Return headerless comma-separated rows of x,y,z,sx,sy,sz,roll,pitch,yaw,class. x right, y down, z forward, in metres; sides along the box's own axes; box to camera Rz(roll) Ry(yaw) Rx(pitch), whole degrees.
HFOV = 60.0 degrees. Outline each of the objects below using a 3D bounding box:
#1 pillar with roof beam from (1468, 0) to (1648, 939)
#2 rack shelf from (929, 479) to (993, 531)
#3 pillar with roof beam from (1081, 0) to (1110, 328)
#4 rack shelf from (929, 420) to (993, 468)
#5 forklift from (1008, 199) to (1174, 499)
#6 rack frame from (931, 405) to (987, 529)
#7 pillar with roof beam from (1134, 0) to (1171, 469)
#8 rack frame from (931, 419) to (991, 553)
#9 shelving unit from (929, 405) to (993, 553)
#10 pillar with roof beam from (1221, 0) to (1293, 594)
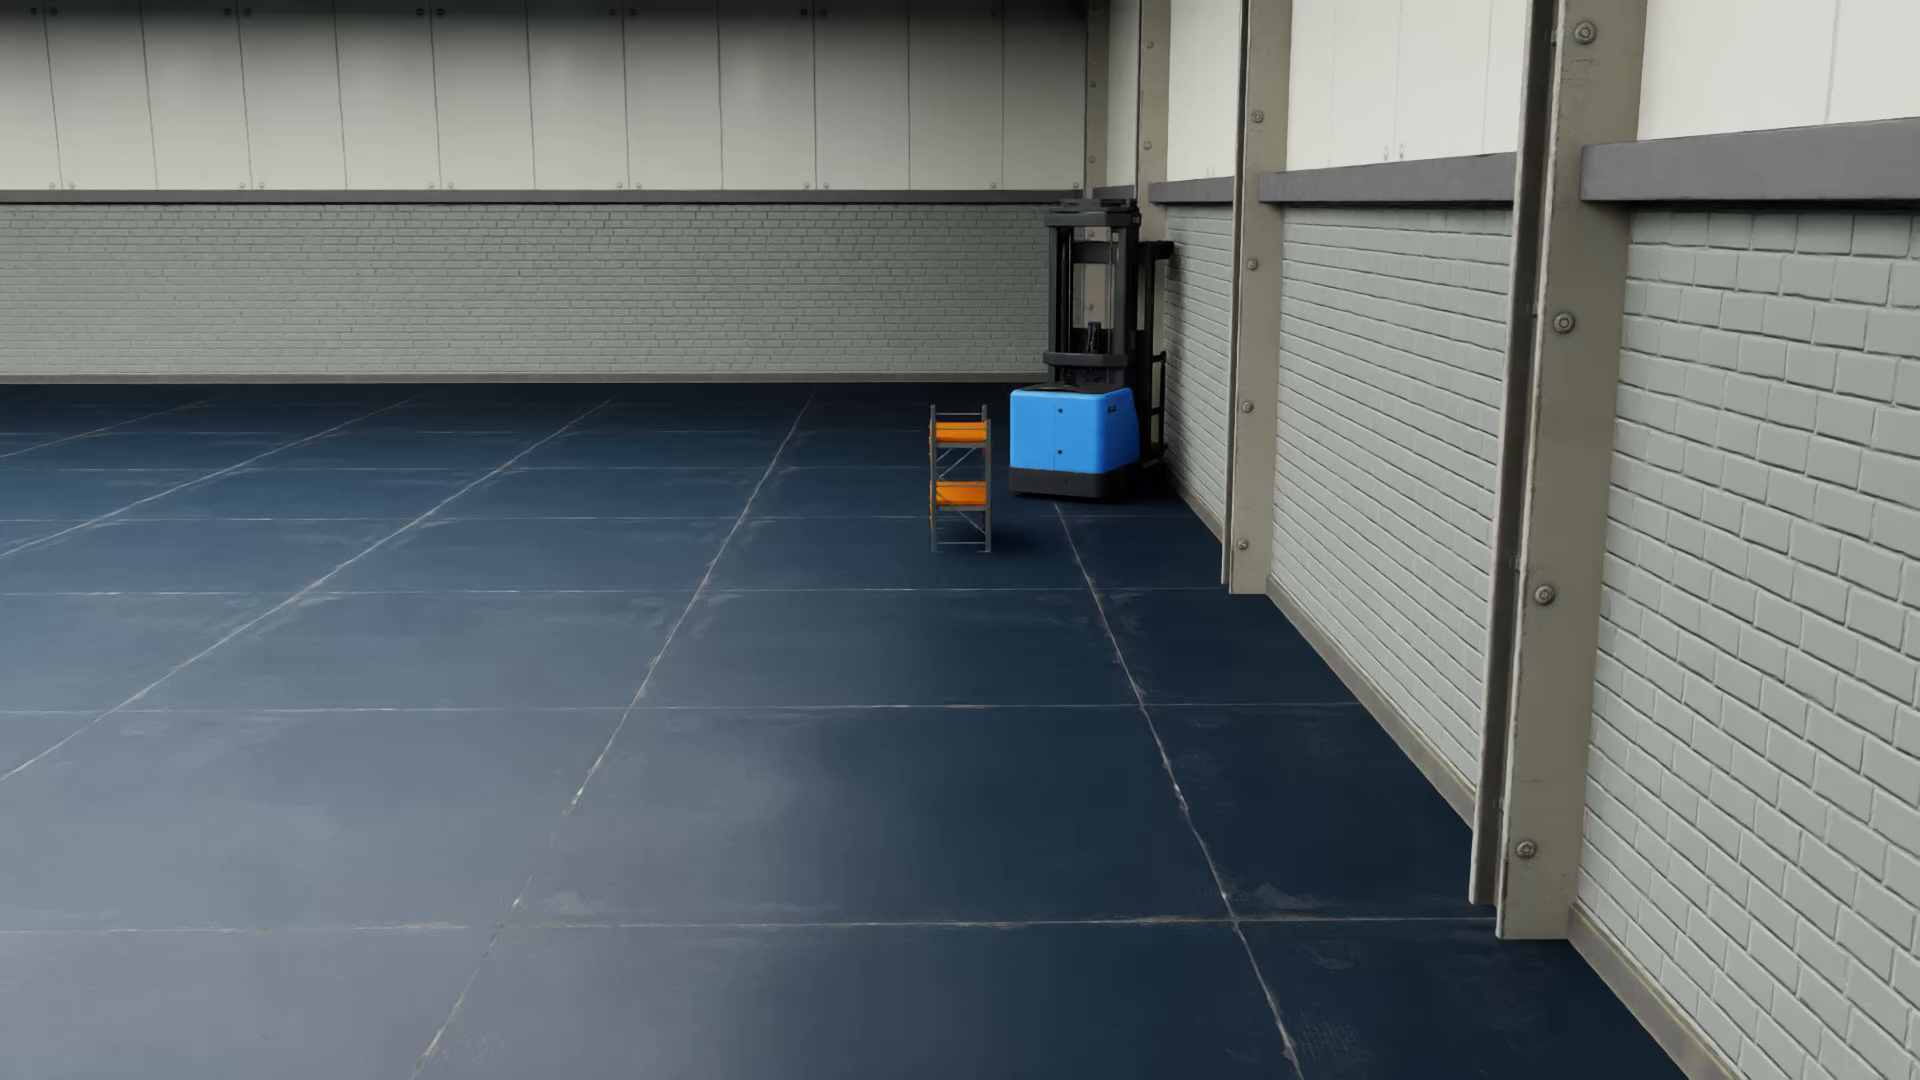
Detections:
-1.990,-2.831,5.883,9.100,9.000,0.400,0,11,-1,pillar with roof beam
0.000,-0.310,14.489,0.538,0.278,1.000,0,11,-1,rack shelf
-2.362,-6.410,23.520,9.100,9.000,0.400,0,11,-1,pillar with roof beam
0.000,-0.837,14.382,0.538,0.278,1.000,0,11,-1,rack shelf
1.583,-2.086,17.470,1.130,2.935,3.031,6,13,25,forklift
-0.010,-0.651,14.939,0.500,1.125,0.032,0,11,-1,rack frame
-2.238,-5.217,17.641,9.100,9.000,0.400,0,11,-1,pillar with roof beam
0.011,-0.449,13.943,0.500,1.125,0.032,0,11,-1,rack frame
0.000,-0.550,14.441,0.538,1.125,1.048,0,11,-1,shelving unit
-2.114,-4.024,11.762,9.100,9.000,0.400,0,11,-1,pillar with roof beam
